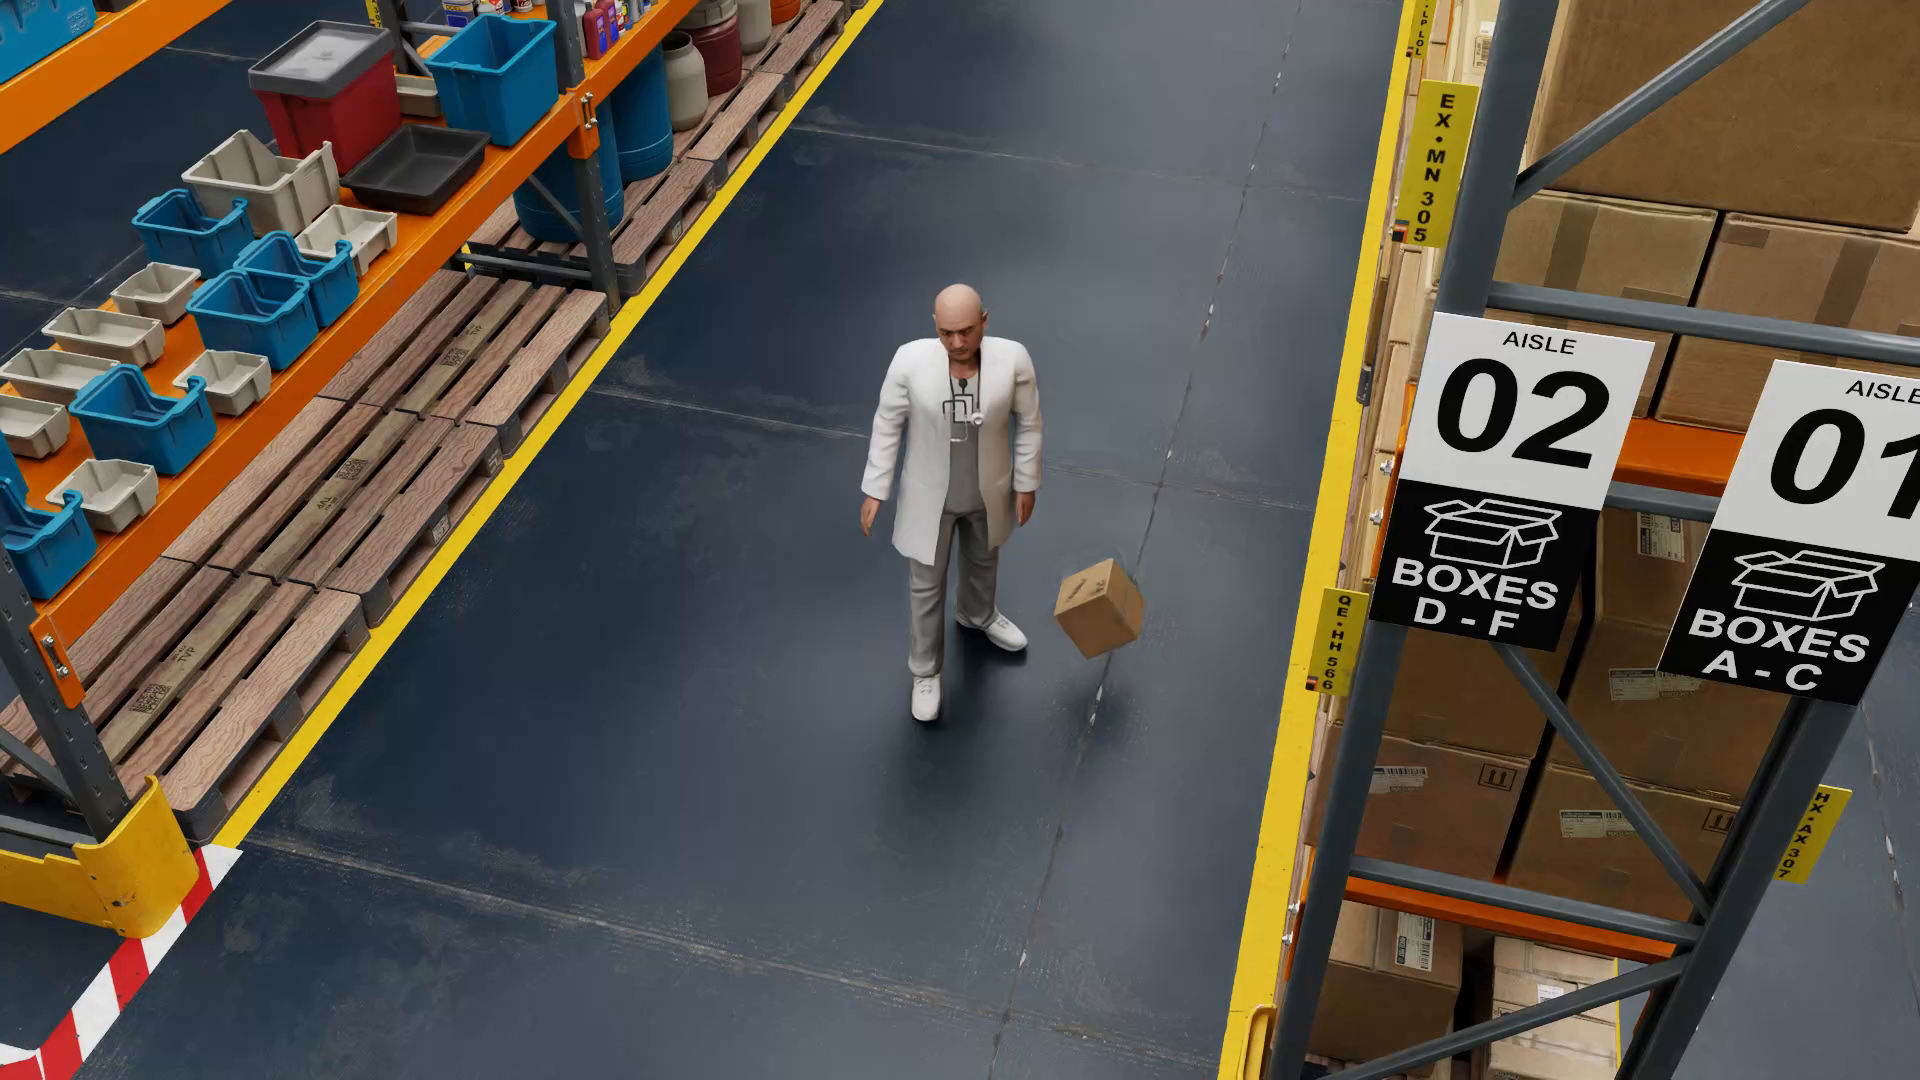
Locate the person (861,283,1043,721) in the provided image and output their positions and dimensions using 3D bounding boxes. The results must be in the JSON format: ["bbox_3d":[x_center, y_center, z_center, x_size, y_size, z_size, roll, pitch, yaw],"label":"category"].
[{"bbox_3d":[-0.025,-0.149,6.312,0.711,1.772,0.667,-7,41,-8],"label":"person"}]
